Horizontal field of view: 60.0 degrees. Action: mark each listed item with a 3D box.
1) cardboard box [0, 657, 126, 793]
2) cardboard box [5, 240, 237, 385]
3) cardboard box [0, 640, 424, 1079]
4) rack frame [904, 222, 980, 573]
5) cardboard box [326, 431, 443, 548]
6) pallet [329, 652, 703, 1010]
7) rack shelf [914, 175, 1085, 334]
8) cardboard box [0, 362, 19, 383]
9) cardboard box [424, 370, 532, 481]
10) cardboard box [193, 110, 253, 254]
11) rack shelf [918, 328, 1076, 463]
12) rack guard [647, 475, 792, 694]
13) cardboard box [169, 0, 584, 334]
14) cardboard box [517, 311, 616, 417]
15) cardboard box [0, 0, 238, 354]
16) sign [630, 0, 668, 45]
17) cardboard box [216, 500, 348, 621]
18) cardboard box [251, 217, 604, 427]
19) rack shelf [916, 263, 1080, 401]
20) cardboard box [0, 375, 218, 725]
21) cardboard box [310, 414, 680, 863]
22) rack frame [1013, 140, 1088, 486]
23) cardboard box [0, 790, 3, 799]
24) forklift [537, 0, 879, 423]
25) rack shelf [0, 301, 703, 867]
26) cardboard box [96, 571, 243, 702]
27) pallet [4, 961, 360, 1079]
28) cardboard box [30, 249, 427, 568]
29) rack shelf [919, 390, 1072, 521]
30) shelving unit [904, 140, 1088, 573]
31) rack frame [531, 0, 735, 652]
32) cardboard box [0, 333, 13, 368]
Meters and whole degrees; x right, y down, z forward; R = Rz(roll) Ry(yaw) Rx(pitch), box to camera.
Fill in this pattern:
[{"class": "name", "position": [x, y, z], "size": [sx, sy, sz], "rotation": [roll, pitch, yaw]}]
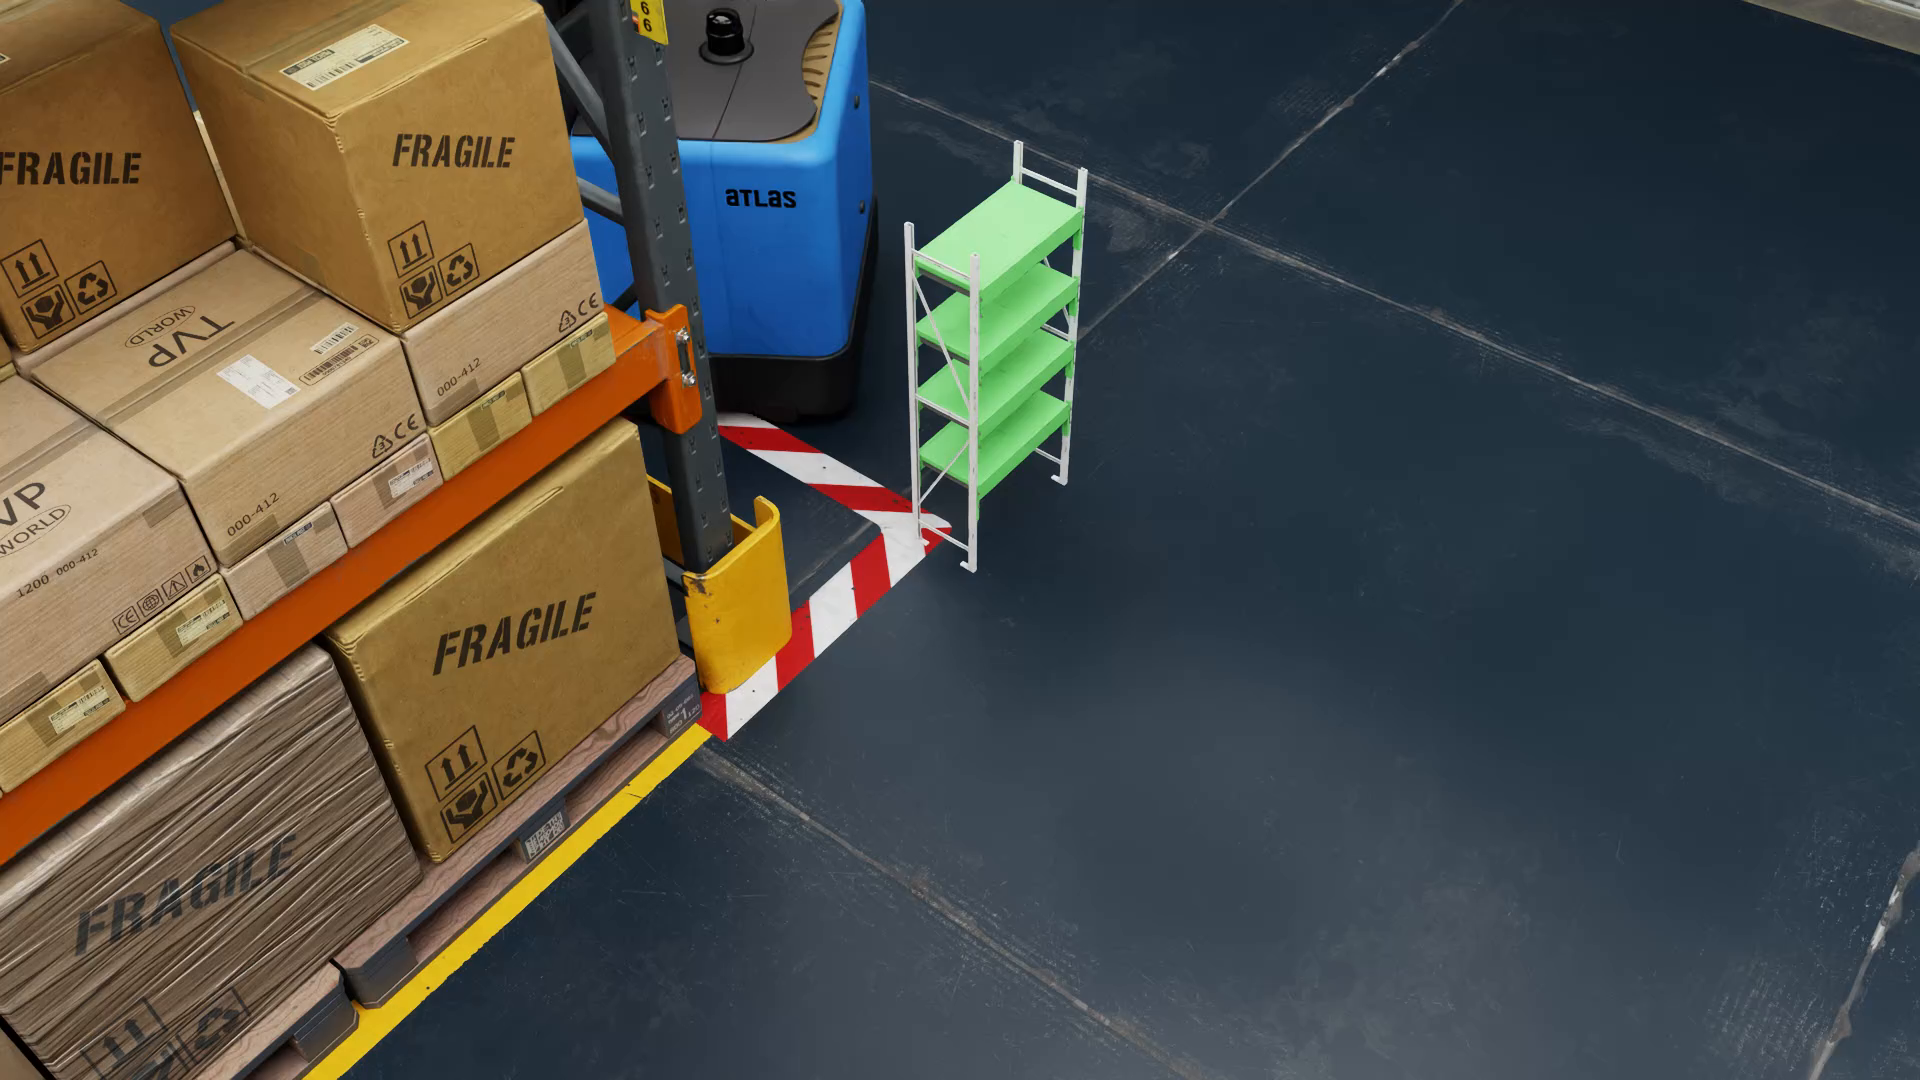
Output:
[{"class": "cardboard box", "position": [-1.797, 0.258, 3.103], "size": [0.380, 0.149, 0.250], "rotation": [29, 53, 25]}, {"class": "cardboard box", "position": [-1.878, -0.507, 3.558], "size": [0.500, 0.250, 0.500], "rotation": [29, 53, 25]}, {"class": "cardboard box", "position": [-1.943, 0.599, 3.782], "size": [0.875, 0.875, 0.875], "rotation": [29, 53, 25]}, {"class": "rack frame", "position": [-0.048, -0.370, 4.773], "size": [0.240, 1.200, 0.015], "rotation": [29, 53, 25]}, {"class": "cardboard box", "position": [-1.328, -0.183, 3.524], "size": [0.380, 0.149, 0.250], "rotation": [29, 53, 25]}, {"class": "pallet", "position": [-1.485, 0.543, 4.585], "size": [1.003, 0.211, 1.213], "rotation": [29, 53, 25]}, {"class": "rack shelf", "position": [0.101, -0.797, 4.606], "size": [0.258, 0.148, 0.480], "rotation": [29, 53, 25]}, {"class": "cardboard box", "position": [-2.188, -0.221, 3.285], "size": [0.500, 0.250, 0.500], "rotation": [28, 52, 24]}, {"class": "cardboard box", "position": [-1.173, -0.326, 3.661], "size": [0.380, 0.149, 0.250], "rotation": [30, 53, 25]}, {"class": "cardboard box", "position": [-1.565, -0.808, 3.845], "size": [0.500, 0.250, 0.500], "rotation": [28, 52, 24]}, {"class": "rack shelf", "position": [0.101, -0.465, 4.953], "size": [0.258, 0.148, 0.480], "rotation": [29, 53, 25]}, {"class": "rack guard", "position": [-1.044, -0.062, 4.964], "size": [1.175, 0.500, 0.348], "rotation": [29, 53, 25]}, {"class": "cardboard box", "position": [-1.148, -0.827, 3.345], "size": [0.500, 0.500, 0.500], "rotation": [30, 53, 25]}, {"class": "cardboard box", "position": [-1.015, -0.476, 3.804], "size": [0.380, 0.149, 0.250], "rotation": [30, 53, 26]}, {"class": "cardboard box", "position": [-1.871, -0.781, 3.301], "size": [0.500, 0.500, 0.500], "rotation": [28, 52, 24]}, {"class": "sign", "position": [-0.637, -1.146, 3.306], "size": [0.100, 0.325, 0.005], "rotation": [29, 53, 25]}, {"class": "cardboard box", "position": [-1.481, -0.040, 3.388], "size": [0.380, 0.149, 0.250], "rotation": [30, 53, 26]}, {"class": "cardboard box", "position": [-1.145, -0.568, 3.617], "size": [0.500, 0.250, 0.500], "rotation": [28, 53, 24]}, {"class": "rack shelf", "position": [0.101, -0.631, 4.779], "size": [0.258, 0.148, 0.480], "rotation": [29, 53, 25]}, {"class": "cardboard box", "position": [-1.766, 0.013, 3.061], "size": [0.500, 0.250, 0.500], "rotation": [27, 52, 24]}, {"class": "cardboard box", "position": [-1.386, 0.078, 4.280], "size": [0.875, 0.875, 0.875], "rotation": [29, 53, 25]}, {"class": "rack frame", "position": [0.250, -0.649, 5.040], "size": [0.240, 1.200, 0.015], "rotation": [29, 53, 25]}, {"class": "cardboard box", "position": [-1.950, 0.399, 2.968], "size": [0.380, 0.149, 0.250], "rotation": [30, 53, 26]}, {"class": "forklift", "position": [-1.840, -1.823, 4.965], "size": [3.031, 2.935, 1.130], "rotation": [3, 46, 3]}, {"class": "rack shelf", "position": [-2.281, 0.481, 3.214], "size": [1.077, 0.370, 4.000], "rotation": [29, 53, 25]}, {"class": "cardboard box", "position": [-1.639, 0.109, 3.245], "size": [0.380, 0.149, 0.250], "rotation": [28, 52, 24]}, {"class": "pallet", "position": [-2.231, 1.238, 3.921], "size": [1.003, 0.211, 1.213], "rotation": [29, 53, 25]}, {"class": "cardboard box", "position": [-1.455, -0.278, 3.340], "size": [0.500, 0.250, 0.500], "rotation": [28, 53, 24]}, {"class": "rack shelf", "position": [0.101, -0.299, 5.126], "size": [0.258, 0.148, 0.480], "rotation": [29, 53, 25]}, {"class": "shelving unit", "position": [0.101, -0.509, 4.907], "size": [0.258, 1.200, 0.503], "rotation": [29, 53, 25]}, {"class": "rack frame", "position": [-1.058, -0.912, 4.047], "size": [1.000, 3.000, 0.127], "rotation": [29, 53, 25]}, {"class": "cardboard box", "position": [-2.183, -0.481, 3.015], "size": [0.500, 0.500, 0.500], "rotation": [28, 52, 24]}]
